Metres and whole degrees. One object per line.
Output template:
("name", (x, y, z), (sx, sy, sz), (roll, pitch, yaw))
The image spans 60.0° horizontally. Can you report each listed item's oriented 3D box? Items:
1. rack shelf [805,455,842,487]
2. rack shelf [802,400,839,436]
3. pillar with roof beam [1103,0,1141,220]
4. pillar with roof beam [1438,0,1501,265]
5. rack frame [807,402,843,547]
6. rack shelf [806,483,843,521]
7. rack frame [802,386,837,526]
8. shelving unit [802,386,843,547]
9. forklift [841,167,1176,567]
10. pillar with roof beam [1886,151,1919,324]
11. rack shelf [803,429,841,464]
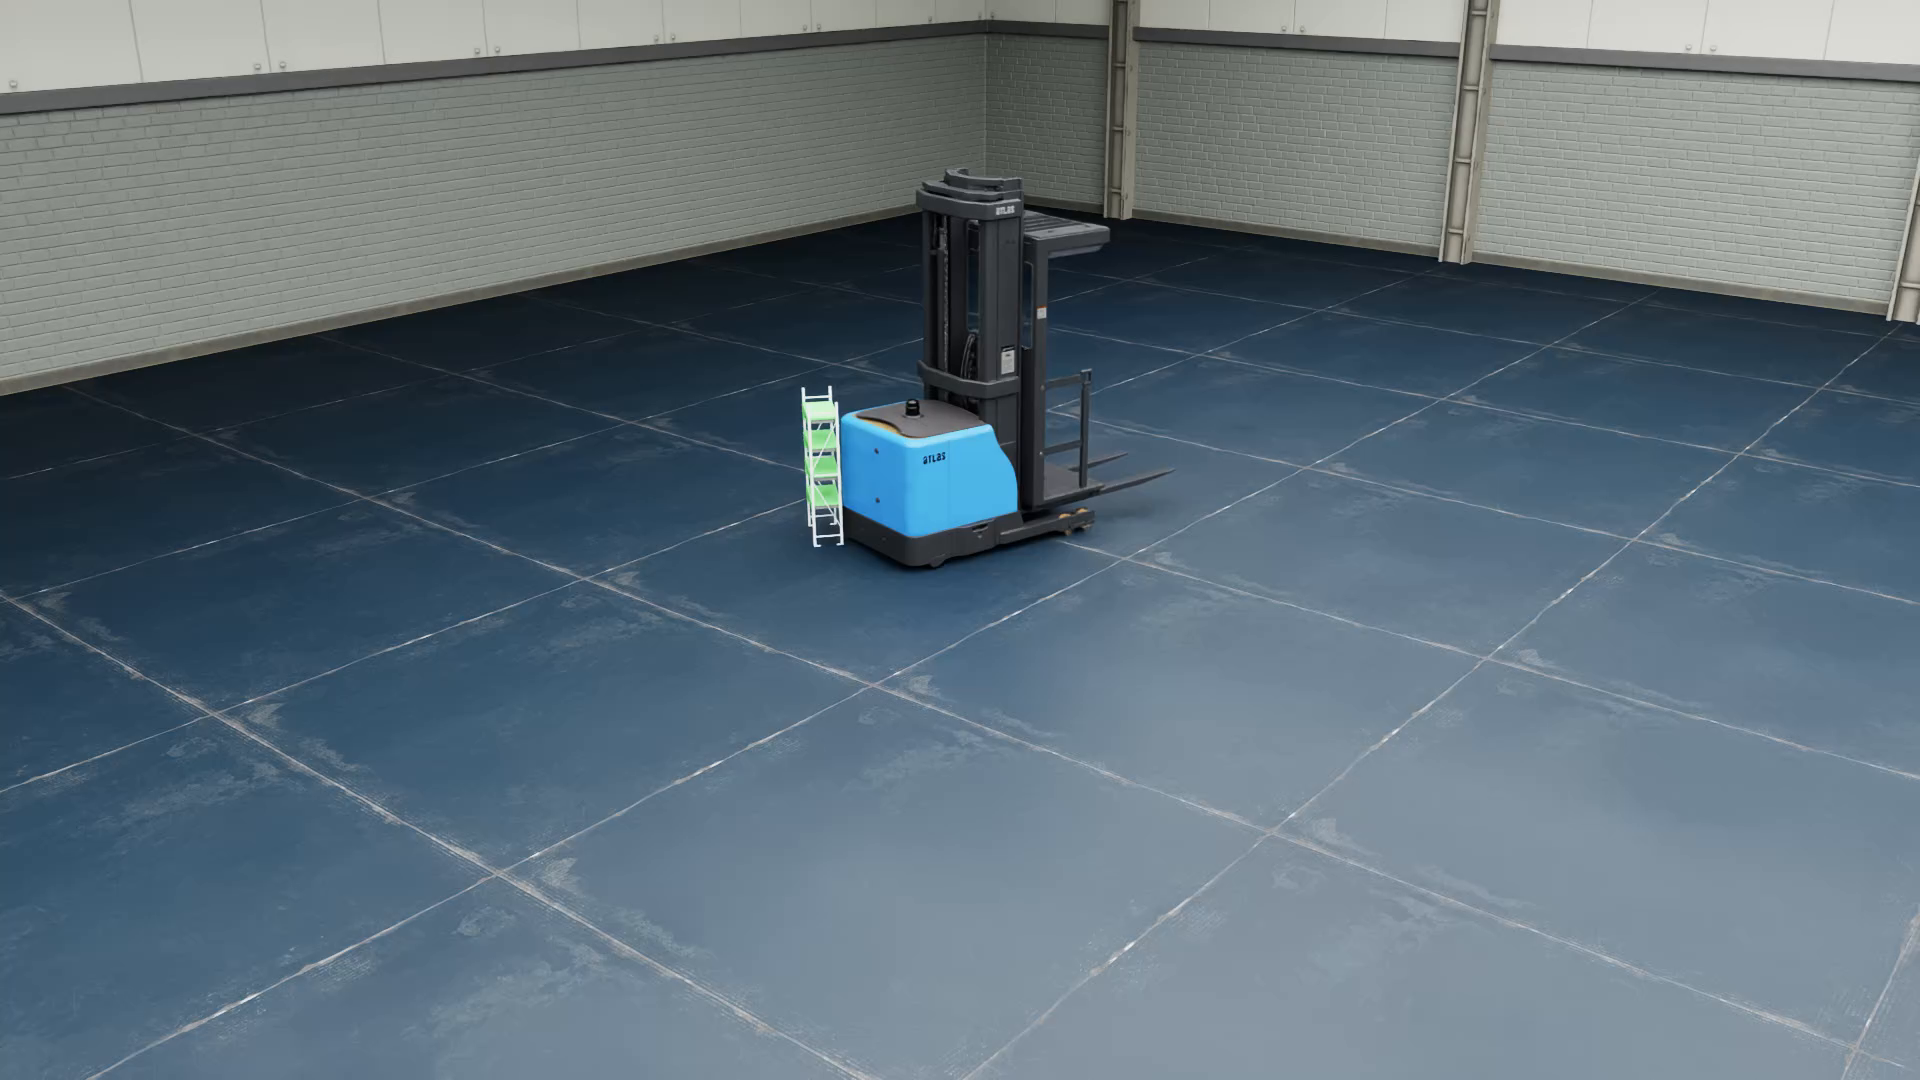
("rack shelf", (-1.120, -0.542, 13.580), (0.258, 0.148, 0.480), (-4, 21, -9))
("rack shelf", (-1.126, -0.990, 13.409), (0.258, 0.148, 0.480), (-4, 21, -9))
("pillar with roof beam", (-0.047, -8.494, 23.439), (0.400, 9.000, 9.100), (16, 26, 36))
("pillar with roof beam", (4.602, -7.155, 19.889), (0.400, 9.000, 9.100), (16, 26, 36))
("rack frame", (-1.079, -0.517, 13.332), (0.240, 1.200, 0.015), (-4, 21, -9))
("rack shelf", (-1.117, -0.317, 13.665), (0.258, 0.148, 0.480), (-4, 21, -9))
("rack frame", (-1.163, -0.686, 13.782), (0.240, 1.200, 0.015), (-4, 21, -9))
("shelving unit", (-1.121, -0.601, 13.557), (0.258, 1.200, 0.503), (-4, 21, -9))
("forklift", (0.509, -1.557, 13.643), (3.031, 2.935, 1.130), (-15, 25, -35))
("pillar with roof beam", (9.250, -5.817, 16.340), (0.400, 9.000, 9.100), (16, 26, 36))
("rack shelf", (-1.123, -0.766, 13.495), (0.258, 0.148, 0.480), (-4, 21, -9))
